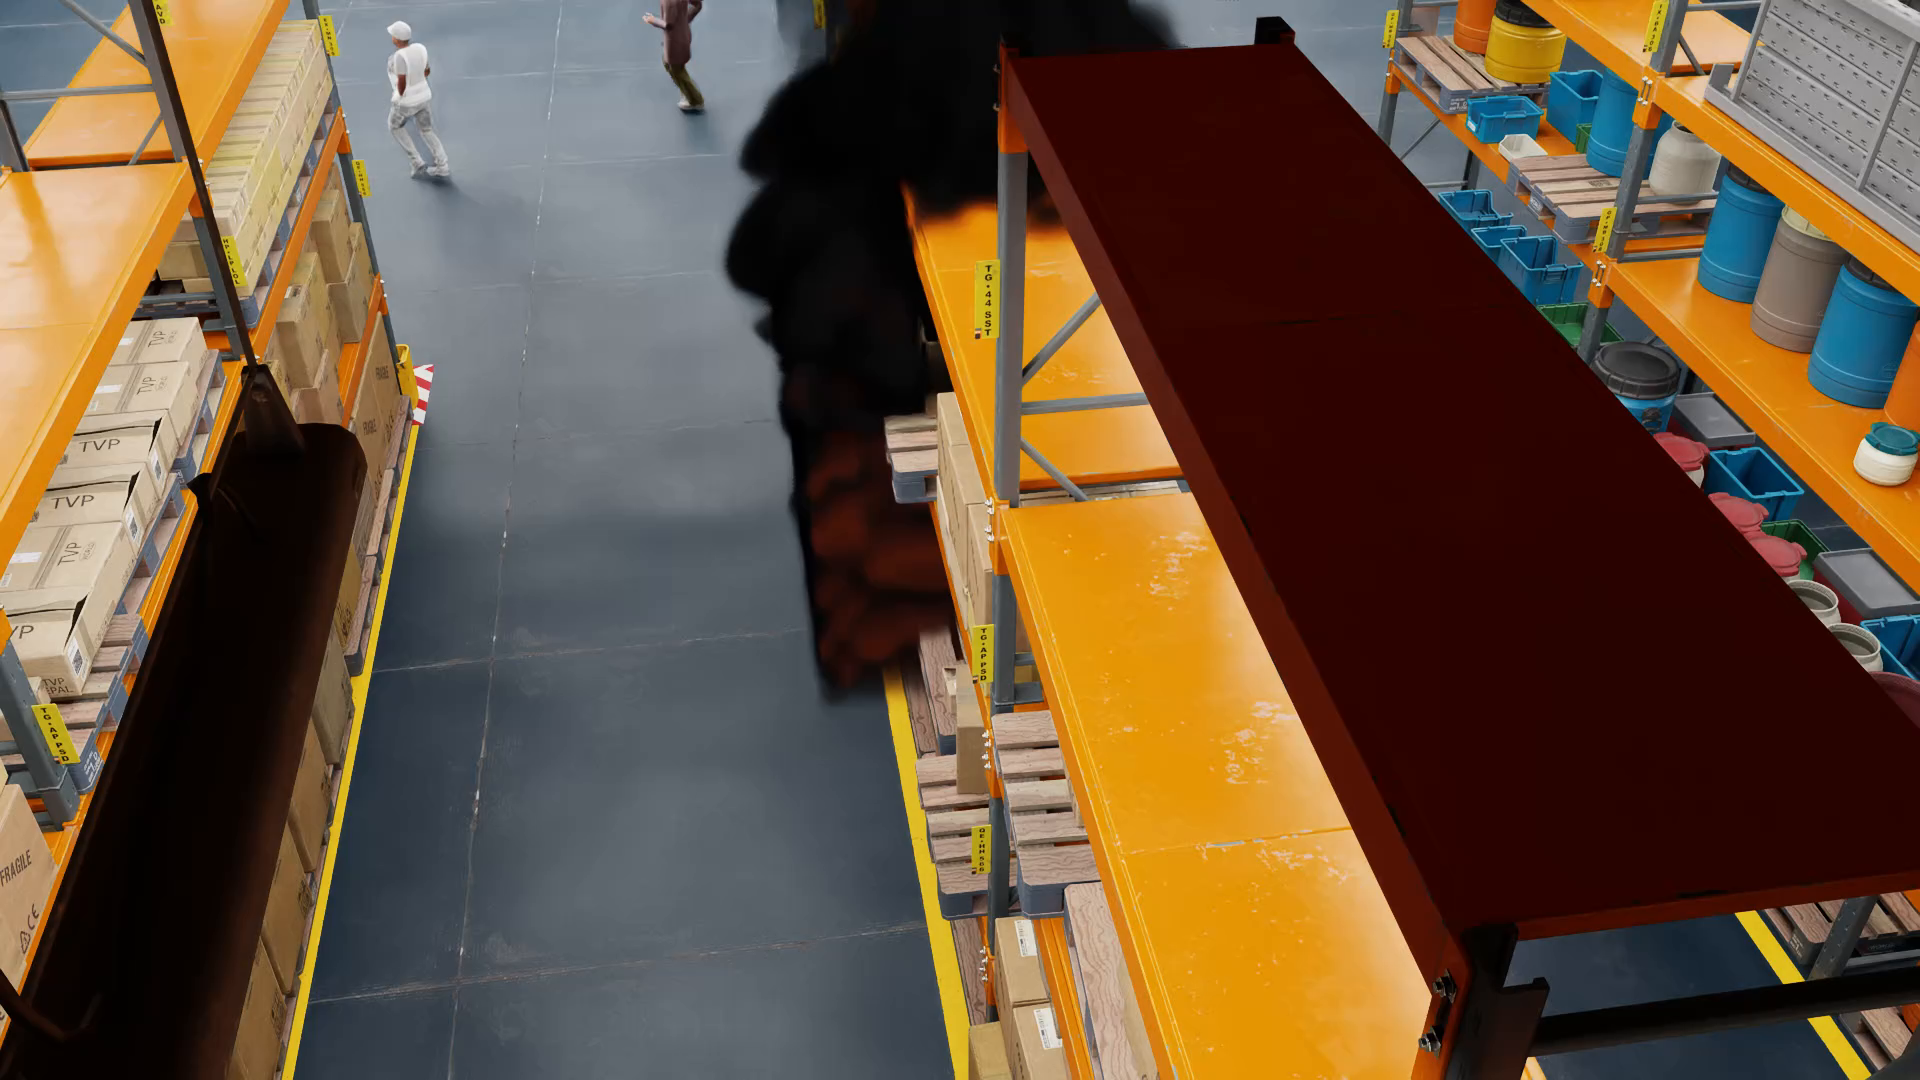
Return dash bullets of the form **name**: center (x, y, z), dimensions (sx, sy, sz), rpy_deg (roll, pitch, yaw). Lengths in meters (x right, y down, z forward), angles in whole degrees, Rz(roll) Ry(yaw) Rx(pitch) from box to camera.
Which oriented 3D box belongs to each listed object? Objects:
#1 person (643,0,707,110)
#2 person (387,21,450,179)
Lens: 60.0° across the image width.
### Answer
- **person**: center (-3.479, -6.074, 20.276), dimensions (0.676, 1.810, 0.699), rpy_deg (8, 37, 10)
- **person**: center (-6.167, -4.924, 18.671), dimensions (0.720, 1.802, 0.653), rpy_deg (19, 40, 24)
